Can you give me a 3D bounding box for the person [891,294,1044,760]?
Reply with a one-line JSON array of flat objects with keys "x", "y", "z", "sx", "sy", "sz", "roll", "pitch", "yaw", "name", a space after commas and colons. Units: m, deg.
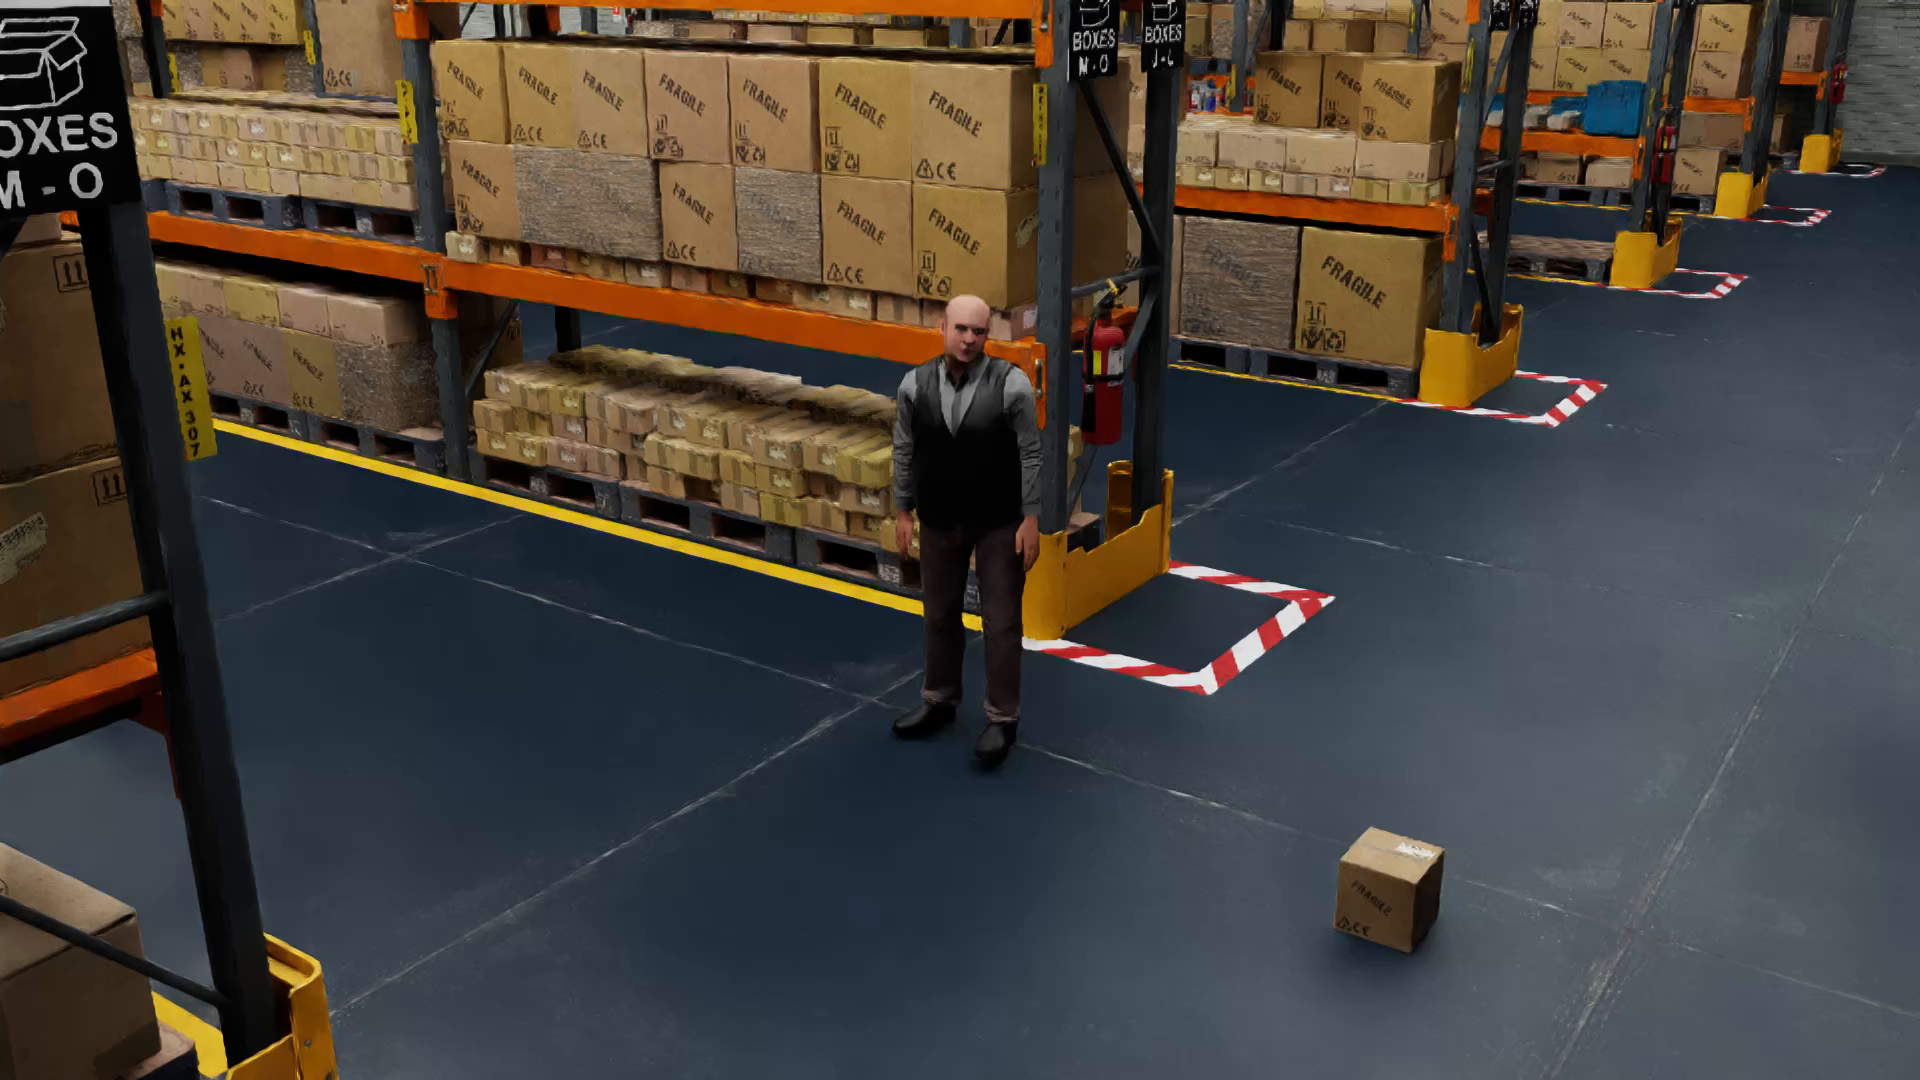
[{"x": 0.011, "y": -0.041, "z": 6.140, "sx": 0.588, "sy": 1.730, "sz": 0.470, "roll": 6, "pitch": 21, "yaw": 17, "name": "person"}]
